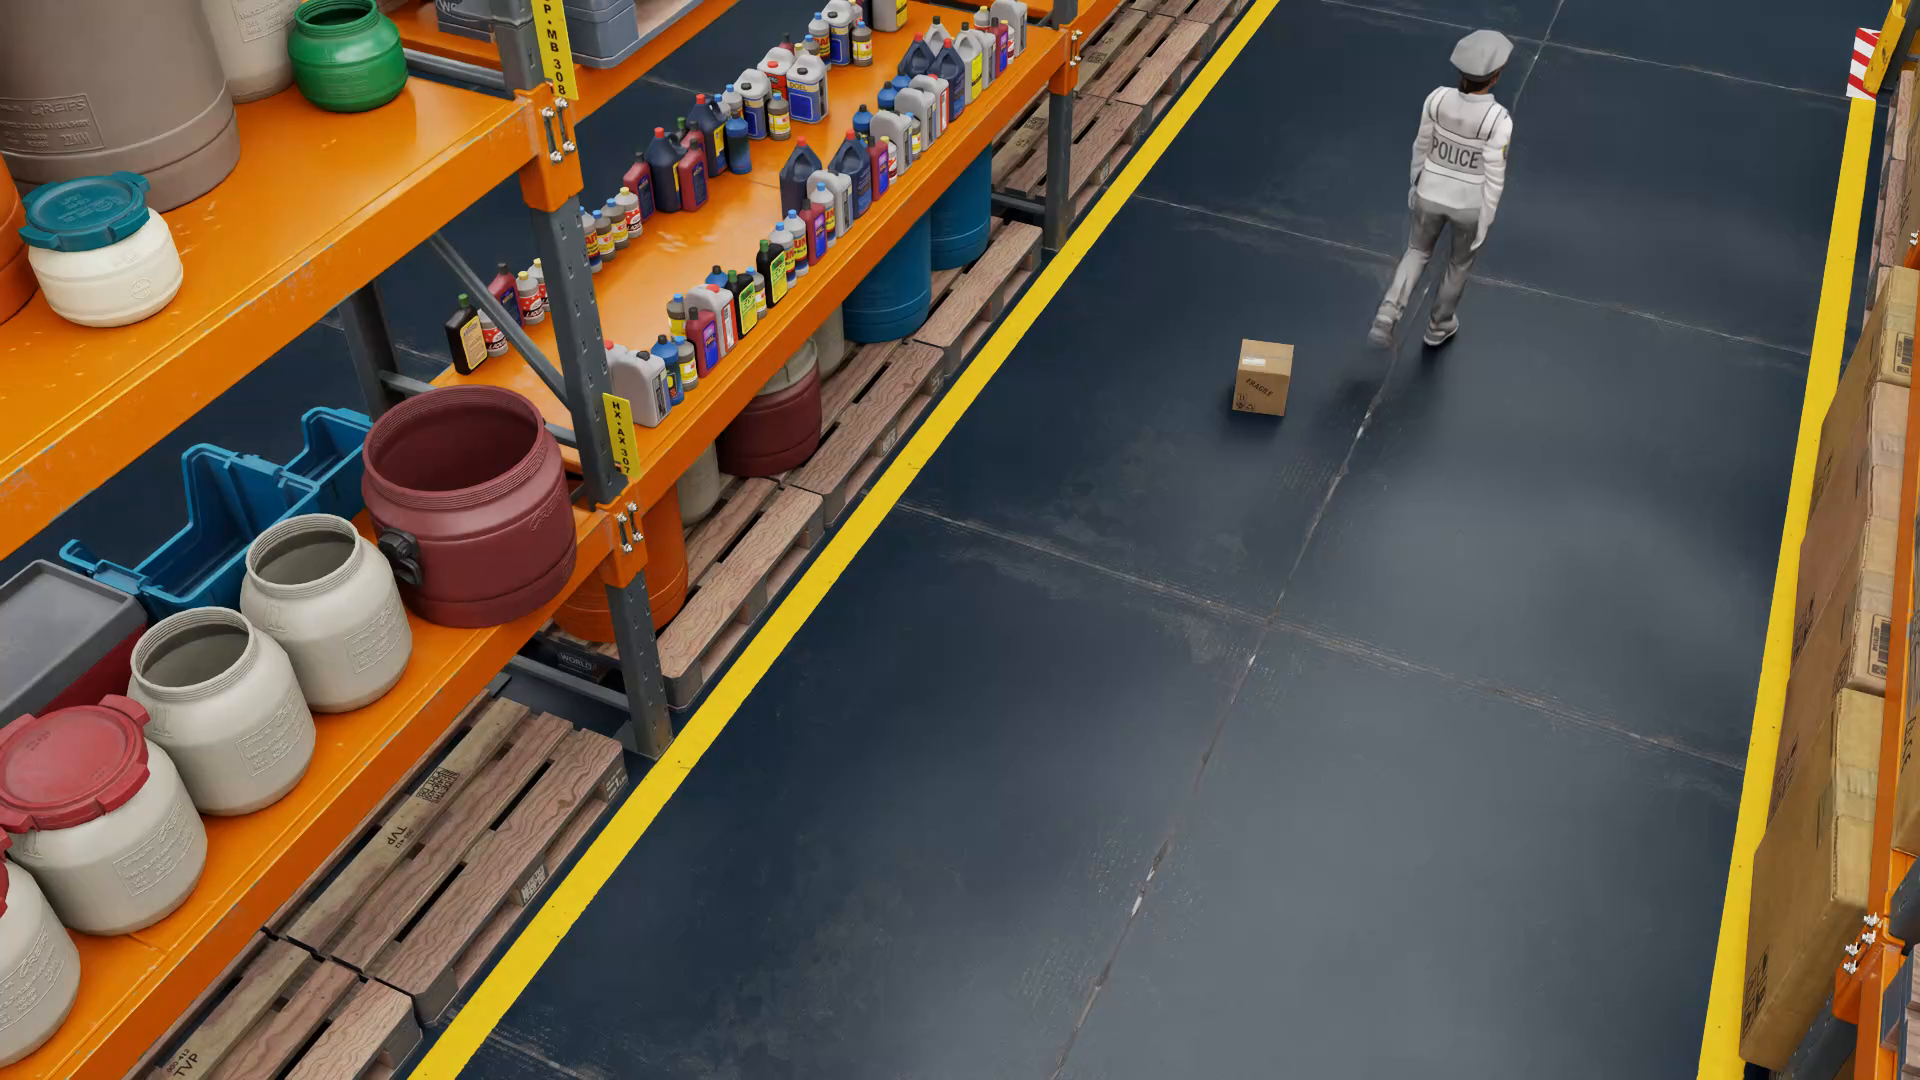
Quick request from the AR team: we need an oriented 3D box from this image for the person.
[{"bbox_3d":[2.313,-1.599,7.868,0.485,1.672,0.646,26,48,26],"label":"person"}]
